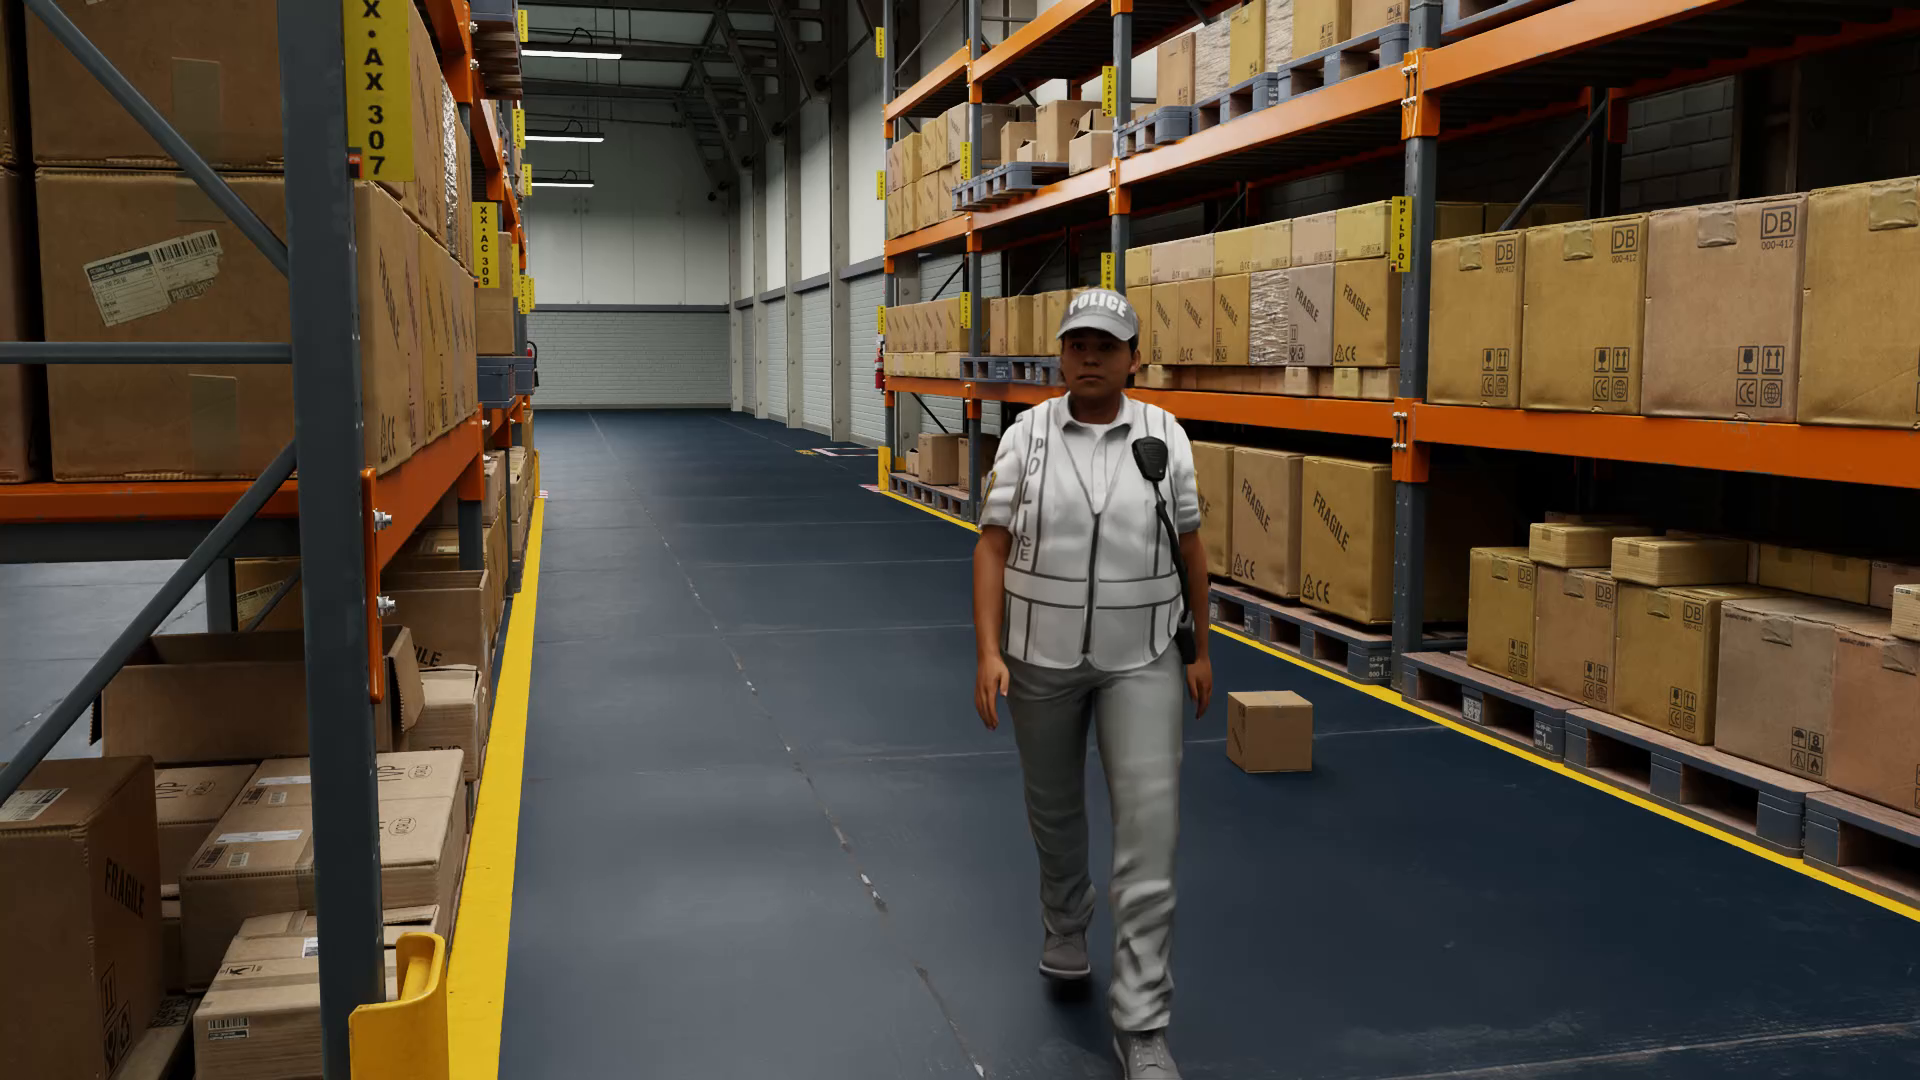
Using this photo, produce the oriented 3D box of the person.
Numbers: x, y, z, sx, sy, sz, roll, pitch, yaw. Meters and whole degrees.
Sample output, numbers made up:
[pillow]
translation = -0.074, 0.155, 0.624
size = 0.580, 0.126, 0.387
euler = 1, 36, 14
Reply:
[person]
translation = 0.289, 0.274, 3.631
size = 0.529, 1.633, 0.934
euler = 1, 6, 8
